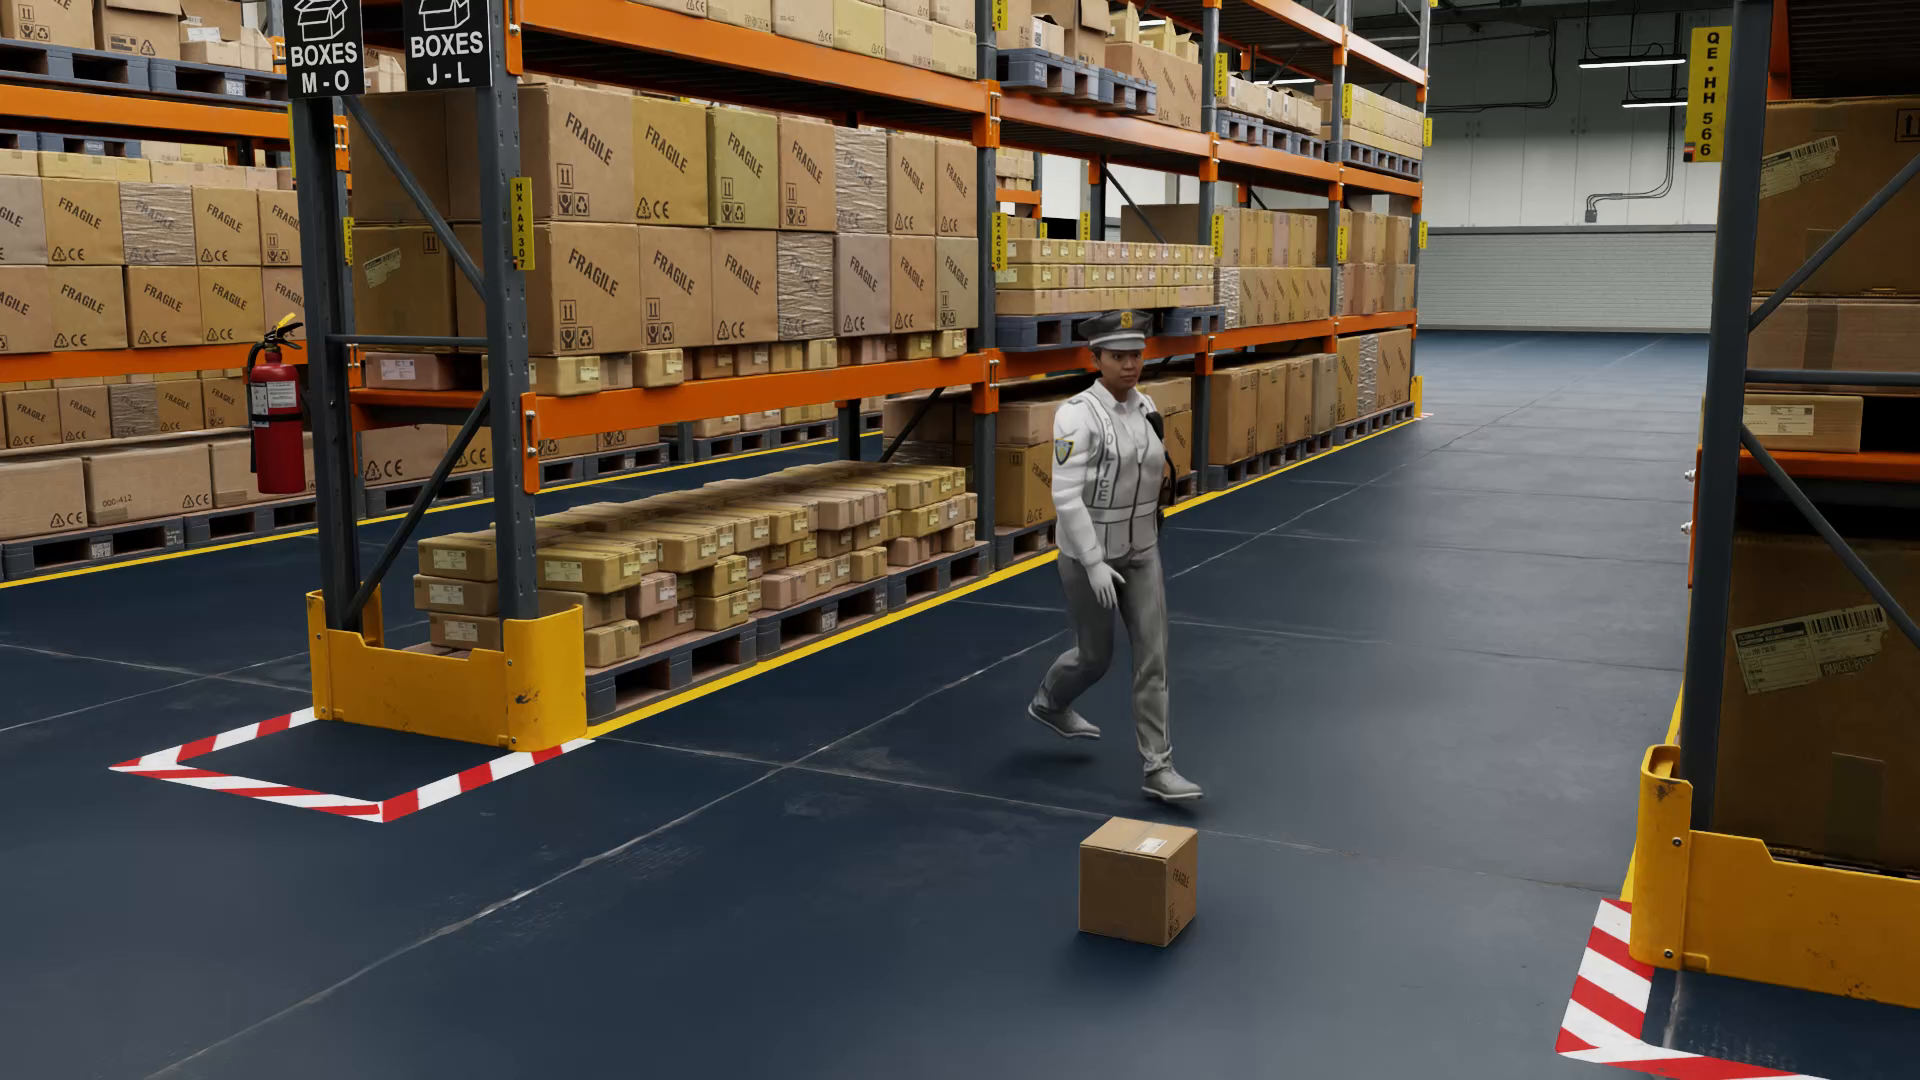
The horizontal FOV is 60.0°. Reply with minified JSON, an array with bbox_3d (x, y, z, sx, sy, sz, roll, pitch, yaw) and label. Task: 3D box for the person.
[{"bbox_3d":[0.474,0.035,5.644,0.523,1.633,0.913,-6,11,-33],"label":"person"}]
